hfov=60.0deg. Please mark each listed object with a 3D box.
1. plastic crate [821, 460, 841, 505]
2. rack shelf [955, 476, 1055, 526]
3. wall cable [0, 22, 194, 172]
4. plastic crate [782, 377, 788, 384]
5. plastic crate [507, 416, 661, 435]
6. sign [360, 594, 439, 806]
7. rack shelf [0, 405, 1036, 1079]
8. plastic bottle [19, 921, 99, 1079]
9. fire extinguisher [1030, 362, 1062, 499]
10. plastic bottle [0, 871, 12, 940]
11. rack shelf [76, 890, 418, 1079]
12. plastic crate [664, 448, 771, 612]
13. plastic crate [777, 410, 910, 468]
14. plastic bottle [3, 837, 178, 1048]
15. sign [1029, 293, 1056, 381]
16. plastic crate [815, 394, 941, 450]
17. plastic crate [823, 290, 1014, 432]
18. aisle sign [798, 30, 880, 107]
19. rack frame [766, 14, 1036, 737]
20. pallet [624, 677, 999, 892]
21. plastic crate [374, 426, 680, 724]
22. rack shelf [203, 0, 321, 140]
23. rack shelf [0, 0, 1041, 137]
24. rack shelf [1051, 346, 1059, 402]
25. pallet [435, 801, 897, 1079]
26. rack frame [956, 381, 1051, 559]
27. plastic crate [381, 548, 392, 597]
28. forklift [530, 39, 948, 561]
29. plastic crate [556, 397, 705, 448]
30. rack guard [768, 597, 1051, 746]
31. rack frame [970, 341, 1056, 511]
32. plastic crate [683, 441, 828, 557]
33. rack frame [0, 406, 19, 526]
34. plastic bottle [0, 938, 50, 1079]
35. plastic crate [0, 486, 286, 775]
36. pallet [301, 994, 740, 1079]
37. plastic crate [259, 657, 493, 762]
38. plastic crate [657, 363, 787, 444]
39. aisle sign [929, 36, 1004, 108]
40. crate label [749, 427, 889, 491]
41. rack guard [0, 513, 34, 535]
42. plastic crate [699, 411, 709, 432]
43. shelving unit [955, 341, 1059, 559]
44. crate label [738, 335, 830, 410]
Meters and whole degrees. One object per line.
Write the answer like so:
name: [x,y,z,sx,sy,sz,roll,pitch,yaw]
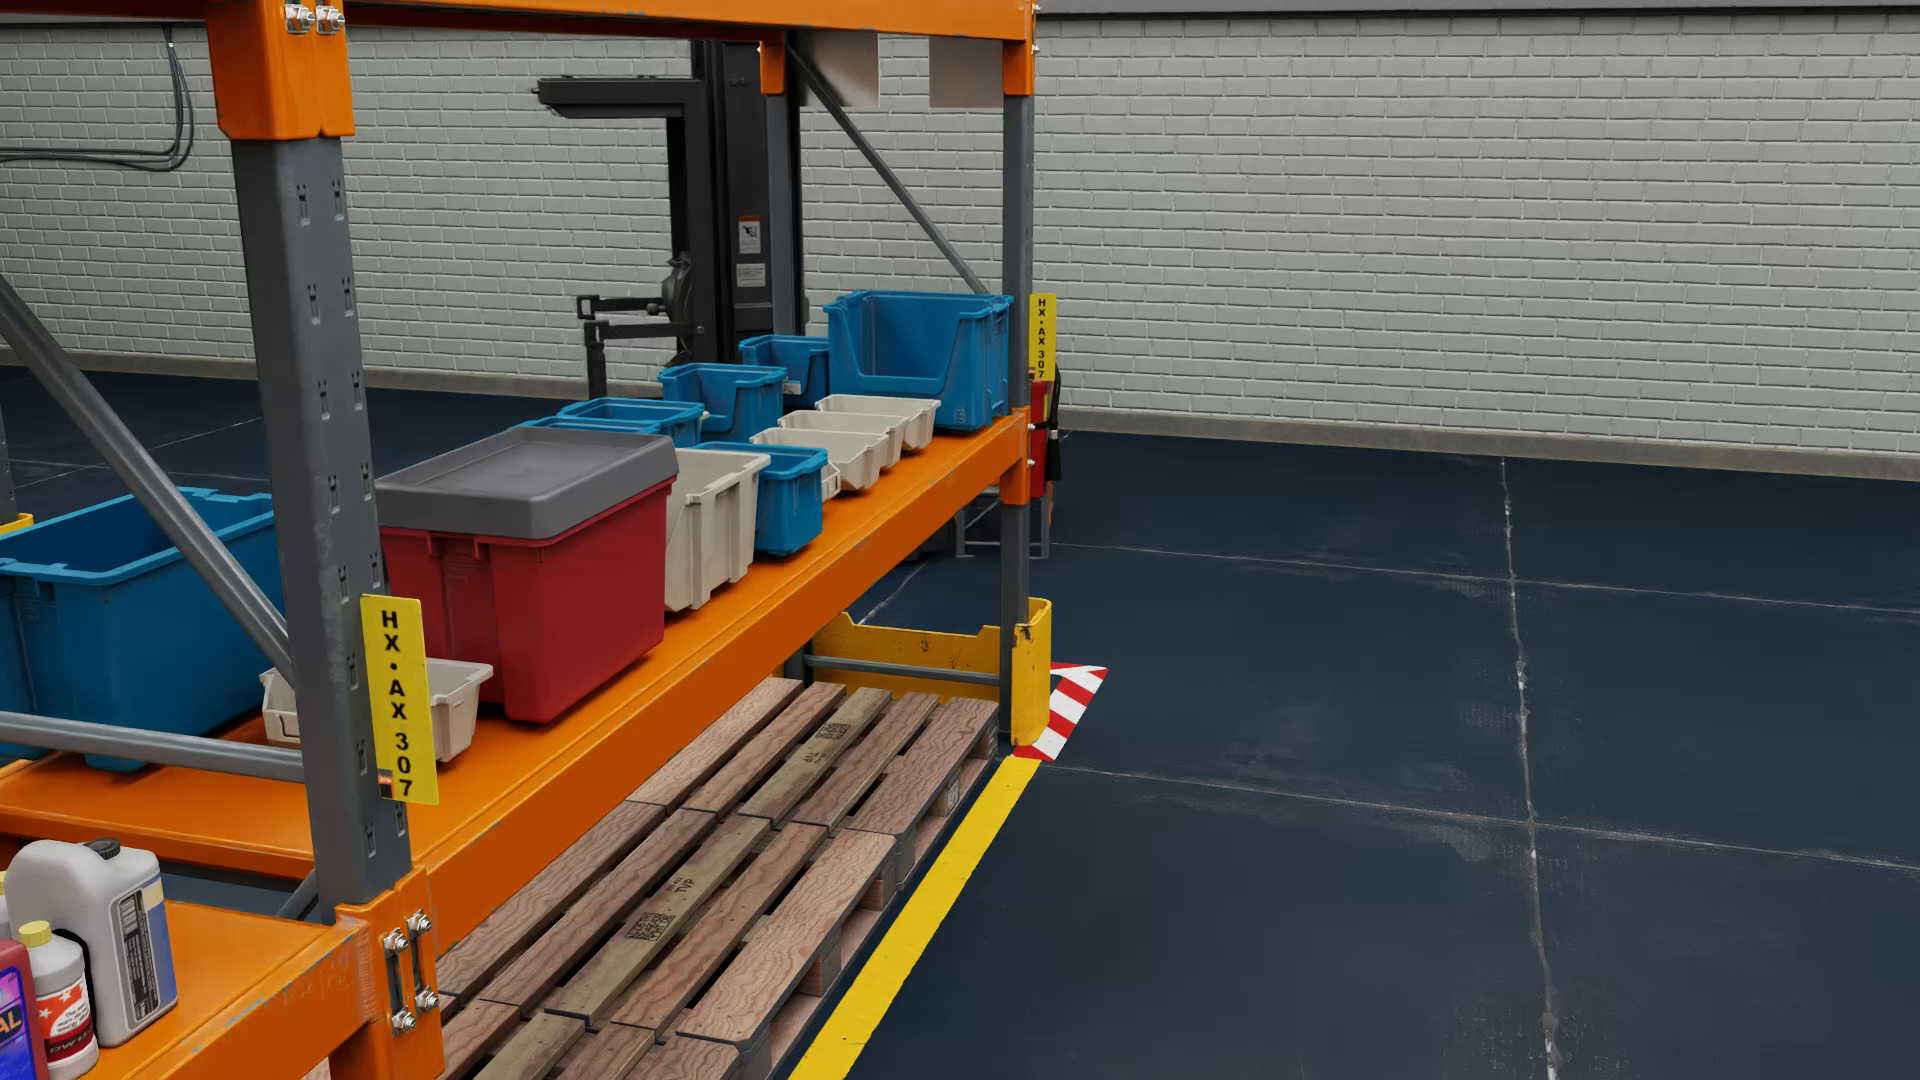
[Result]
plastic crate: [-0.501,-0.163,4.779,0.298,0.136,0.250,5,16,16]
rack shelf: [0.269,-0.350,9.399,0.538,0.278,1.000,1,16,4]
wall cable: [-7.774,-4.329,13.791,3.097,2.526,0.112,5,16,16]
plastic crate: [-0.781,-0.502,5.975,0.250,0.136,0.298,5,16,16]
plastic crate: [-1.070,-0.203,4.744,0.416,0.233,0.300,5,16,16]
sign: [-0.835,0.240,2.479,0.100,0.325,0.005,5,16,16]
rack shelf: [-0.793,0.153,4.611,1.077,0.370,4.000,5,16,16]
plastic bottle: [-1.170,0.586,2.129,0.097,0.201,0.097,0,16,0]
fire extinguisher: [0.254,-0.504,6.434,0.296,0.674,0.183,5,16,16]
plastic bottle: [-1.289,0.549,2.261,0.097,0.201,0.097,0,16,0]
rack shelf: [-1.930,1.199,0.922,1.077,0.370,4.000,5,16,16]
plastic crate: [-0.751,-0.027,4.035,0.437,0.282,0.530,5,16,16]
plastic crate: [-0.379,-0.316,5.321,0.396,0.136,0.243,5,16,16]
plastic bottle: [-1.164,0.518,2.233,0.152,0.276,0.135,5,16,16]
sign: [0.307,-0.756,6.200,0.100,0.325,0.005,5,16,16]
plastic crate: [-0.283,-0.391,5.584,0.396,0.136,0.243,5,16,16]
plastic crate: [-0.141,-0.660,5.985,0.616,0.435,0.499,5,16,16]
aisle sign: [-0.489,-2.009,6.151,0.394,0.787,0.004,5,16,16]
rack frame: [-0.225,-0.716,6.358,1.000,3.000,0.127,5,16,16]
pallet: [-0.497,0.838,5.988,1.003,0.211,1.213,5,16,16]
plastic crate: [-0.868,0.056,3.407,0.402,0.464,0.583,5,16,16]
rack shelf: [-1.930,-0.244,0.513,1.077,0.370,4.000,5,16,16]
rack shelf: [-0.793,-1.290,4.202,1.077,0.370,4.000,5,16,16]
rack shelf: [0.269,-0.867,9.252,0.538,0.278,1.000,1,16,4]
pallet: [-0.845,1.156,4.867,1.003,0.211,1.213,5,16,16]
rack frame: [0.230,-0.447,8.844,0.500,1.125,0.032,1,16,4]
plastic crate: [-1.301,0.120,3.804,0.437,0.125,0.590,5,16,16]
forklift: [-1.641,-1.321,8.615,3.031,2.935,1.130,-4,16,-14]
plastic crate: [-0.985,-0.281,5.020,0.416,0.233,0.300,5,16,16]
rack guard: [-0.231,0.479,6.725,1.175,0.500,0.348,5,16,16]
rack frame: [0.308,-0.724,9.820,0.500,1.125,0.032,1,16,4]
plastic crate: [-0.563,-0.108,4.408,0.416,0.233,0.300,5,16,16]
rack frame: [-4.973,-1.101,7.716,1.000,3.000,0.127,5,16,16]
plastic bottle: [-1.186,0.578,2.007,0.061,0.283,0.133,5,16,16]
plastic crate: [-1.556,0.160,3.186,0.392,0.384,0.575,5,16,16]
pallet: [-1.190,1.476,3.738,1.003,0.211,1.213,5,16,16]
plastic crate: [-1.092,0.317,3.086,0.396,0.136,0.243,5,16,16]
plastic crate: [-0.798,-0.453,5.628,0.416,0.233,0.300,5,16,16]
aisle sign: [0.076,-1.963,5.990,0.394,0.787,0.004,5,16,16]
crate label: [-0.435,-0.242,5.057,0.396,0.136,0.243,5,16,16]
rack guard: [-4.995,0.121,7.987,1.175,0.500,0.348,5,16,16]
plastic crate: [-0.974,-0.324,5.349,0.250,0.136,0.298,5,16,16]
shelving unit: [0.269,-0.585,9.332,0.538,1.125,1.048,1,16,4]
crate label: [-0.611,-0.626,6.235,0.416,0.233,0.303,5,16,16]
